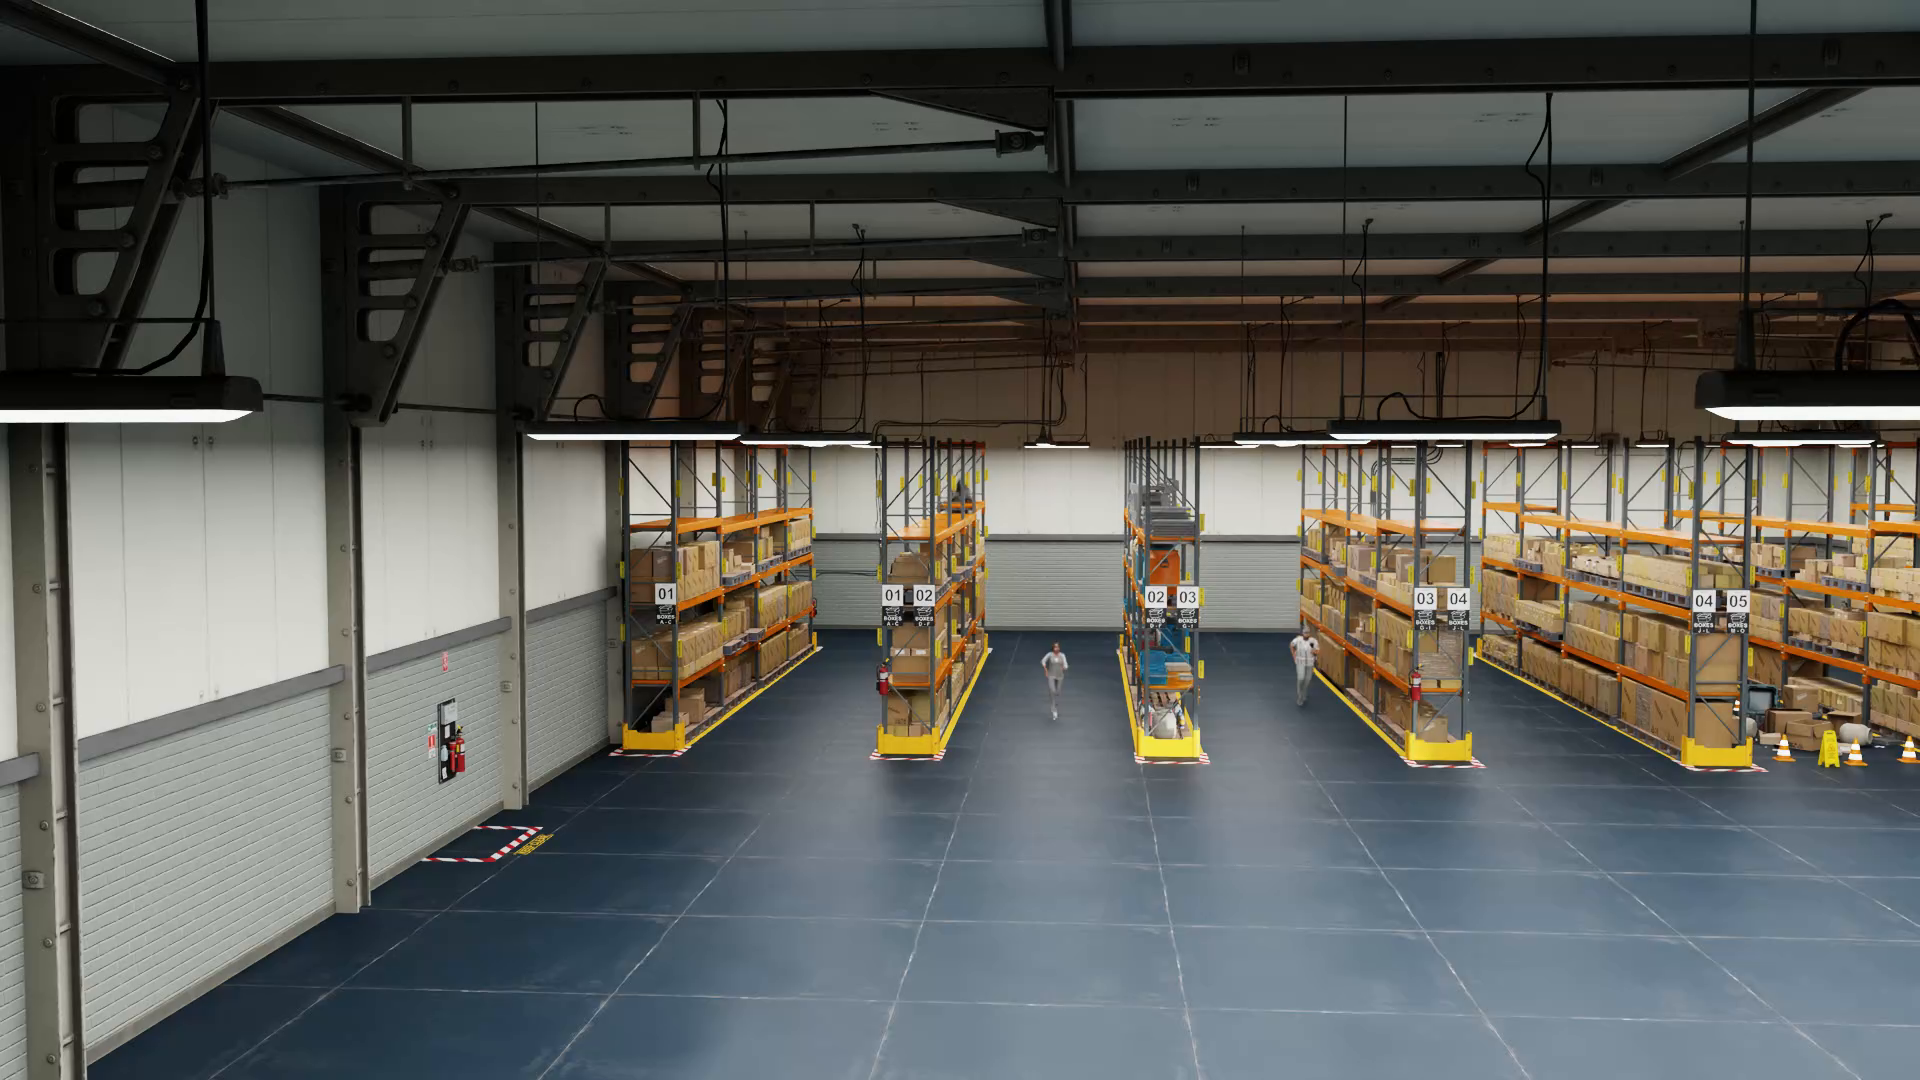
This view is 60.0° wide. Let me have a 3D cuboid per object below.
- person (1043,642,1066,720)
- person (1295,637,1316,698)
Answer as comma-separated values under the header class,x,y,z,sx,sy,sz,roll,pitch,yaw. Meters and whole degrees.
class,x,y,z,sx,sy,sz,roll,pitch,yaw
person,2.042,3.011,35.788,0.484,1.601,0.830,-1,3,-9
person,7.817,2.869,37.664,0.456,1.365,0.758,0,3,0
